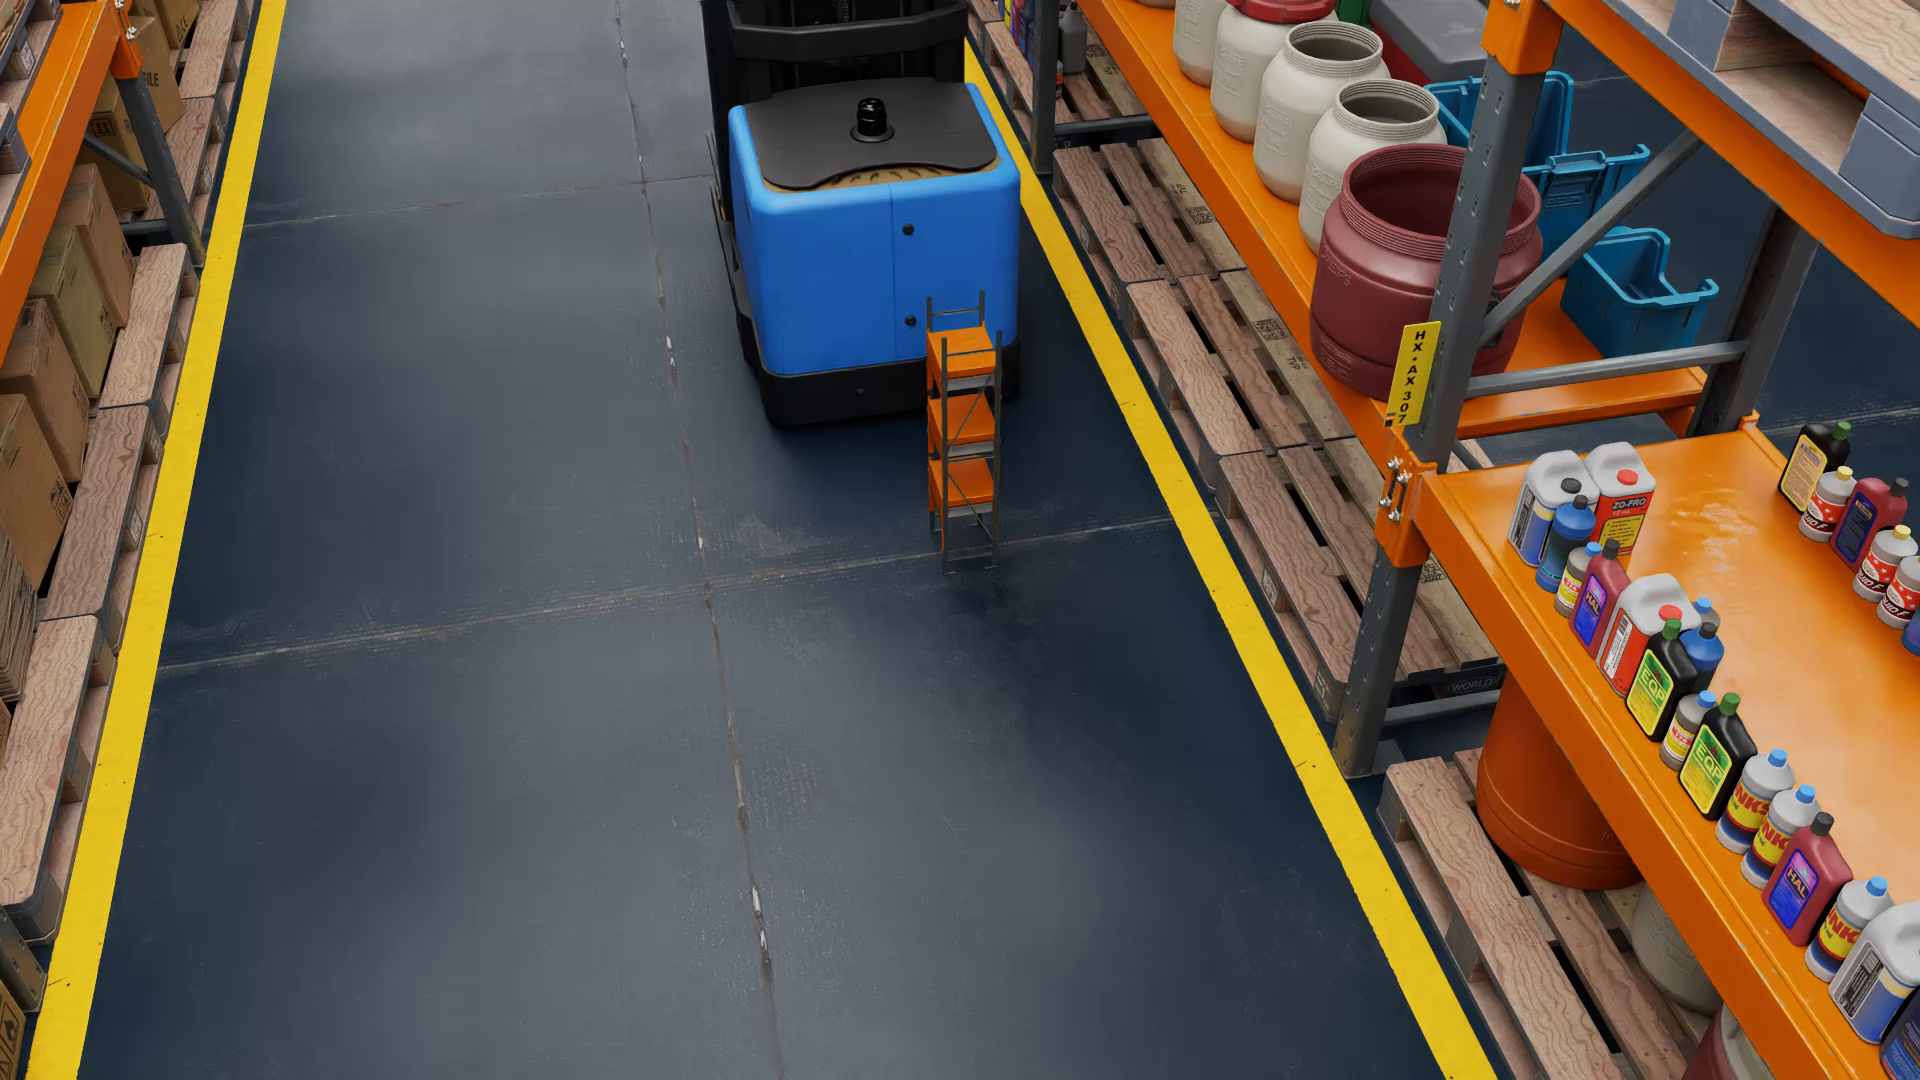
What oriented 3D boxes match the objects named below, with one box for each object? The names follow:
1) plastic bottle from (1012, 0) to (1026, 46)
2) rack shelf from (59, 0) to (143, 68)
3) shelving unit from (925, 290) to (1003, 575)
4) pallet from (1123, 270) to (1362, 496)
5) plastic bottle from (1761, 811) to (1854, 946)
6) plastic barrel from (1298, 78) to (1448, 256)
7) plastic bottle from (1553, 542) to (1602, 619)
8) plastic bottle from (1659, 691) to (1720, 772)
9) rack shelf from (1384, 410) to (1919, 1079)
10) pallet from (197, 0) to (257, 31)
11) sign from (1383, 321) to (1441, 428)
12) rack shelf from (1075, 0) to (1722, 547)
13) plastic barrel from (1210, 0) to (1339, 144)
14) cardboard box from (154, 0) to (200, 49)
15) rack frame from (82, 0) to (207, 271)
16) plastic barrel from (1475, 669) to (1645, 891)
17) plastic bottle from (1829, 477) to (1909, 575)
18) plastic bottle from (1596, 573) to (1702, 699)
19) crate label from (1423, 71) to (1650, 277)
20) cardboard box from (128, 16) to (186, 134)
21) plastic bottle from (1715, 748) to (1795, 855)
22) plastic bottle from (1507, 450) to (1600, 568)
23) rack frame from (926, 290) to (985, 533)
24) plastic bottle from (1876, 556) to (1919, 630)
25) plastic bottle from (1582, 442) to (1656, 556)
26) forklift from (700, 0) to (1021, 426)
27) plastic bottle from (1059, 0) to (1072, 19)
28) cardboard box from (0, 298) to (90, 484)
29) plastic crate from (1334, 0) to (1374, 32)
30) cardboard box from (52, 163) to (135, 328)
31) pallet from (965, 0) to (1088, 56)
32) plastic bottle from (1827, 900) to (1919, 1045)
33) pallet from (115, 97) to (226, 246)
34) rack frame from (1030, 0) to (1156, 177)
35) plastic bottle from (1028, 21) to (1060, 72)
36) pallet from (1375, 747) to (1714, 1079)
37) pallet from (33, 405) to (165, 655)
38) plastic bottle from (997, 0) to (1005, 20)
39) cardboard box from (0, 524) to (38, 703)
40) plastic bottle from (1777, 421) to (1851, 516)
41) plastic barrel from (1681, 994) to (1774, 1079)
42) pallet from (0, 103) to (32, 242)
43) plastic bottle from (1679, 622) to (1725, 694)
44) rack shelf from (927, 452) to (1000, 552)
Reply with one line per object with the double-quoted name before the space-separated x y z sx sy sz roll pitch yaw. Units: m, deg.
"plastic bottle" 0.317 -2.794 8.853 0.061 0.283 0.133 -6 42 -6
"rack shelf" -4.413 -3.363 8.321 1.077 0.370 4.000 -8 42 -9
"shelving unit" 0.012 -0.358 5.862 0.215 1.050 0.252 -8 42 -9
"pallet" 1.329 -0.707 6.887 1.003 0.211 1.213 -8 42 -9
"plastic bottle" 1.700 0.673 3.320 0.061 0.283 0.133 -8 42 -9
"plastic barrel" 1.287 -1.131 5.180 0.421 0.512 0.421 0 42 0
"plastic bottle" 1.515 0.091 4.038 0.097 0.201 0.097 0 42 0
"plastic bottle" 1.623 0.414 3.674 0.097 0.201 0.097 0 42 0
"rack shelf" 2.150 1.113 3.279 1.077 0.370 4.000 -8 42 -9
"pallet" -4.688 -3.305 9.814 1.003 0.211 1.213 -8 42 -9
"sign" 1.182 -0.430 4.352 0.100 0.325 0.005 -8 42 -9
"rack shelf" 1.286 -1.480 6.200 1.077 0.370 4.000 -8 42 -9
"plastic barrel" 1.099 -1.689 5.790 0.433 0.535 0.433 0 42 0
"cardboard box" -4.448 -2.952 8.883 0.500 0.500 0.500 -5 42 -5
"rack frame" -3.982 -2.336 6.622 1.000 3.000 0.127 -8 42 -9
"plastic barrel" 1.840 0.517 4.727 0.600 0.830 0.708 -8 42 -9
"plastic bottle" 2.272 -0.058 4.144 0.061 0.283 0.133 -8 42 -9
"plastic bottle" 1.596 0.221 3.835 0.152 0.276 0.135 -8 42 -9
"crate label" 1.768 -1.148 5.258 0.502 0.435 0.616 -8 42 -9
"cardboard box" -4.160 -2.193 8.028 0.500 0.500 0.500 4 42 4
"plastic bottle" 1.672 0.537 3.482 0.097 0.271 0.097 0 42 0
"plastic bottle" 1.496 -0.079 4.173 0.152 0.276 0.135 -8 42 -9
"rack frame" -0.015 -0.437 5.951 0.200 1.050 0.008 -8 42 -9
"plastic bottle" 2.300 0.113 4.013 0.097 0.201 0.097 0 42 0
"plastic bottle" 1.644 -0.101 4.198 0.152 0.276 0.135 -8 42 -9
"forklift" -0.574 -2.542 6.906 1.130 2.935 3.031 -8 42 -9
"plastic bottle" 0.532 -2.729 8.785 0.152 0.276 0.135 -8 42 -9
"cardboard box" -3.664 -0.490 6.094 0.700 0.500 0.500 -12 43 -13
"plastic crate" 1.506 -1.878 6.265 0.450 0.188 0.662 -8 42 -9
"cardboard box" -3.870 -1.164 6.854 0.700 0.500 0.500 -11 43 -13
"pallet" 0.483 -3.236 9.737 1.003 0.211 1.213 -8 42 -9
"plastic bottle" 1.795 0.820 3.161 0.152 0.276 0.135 -8 42 -9
"pallet" -4.161 -1.723 8.032 1.003 0.211 1.213 -8 42 -9
"rack frame" 0.854 -3.045 7.421 1.000 3.000 0.127 -8 42 -9
"plastic bottle" 0.434 -2.595 8.578 0.144 0.351 0.185 -9 42 -10
"pallet" 1.929 1.095 4.857 1.003 0.211 1.213 -8 42 -9
"pallet" -3.545 0.004 6.086 1.003 0.211 1.213 -8 42 -9
"plastic bottle" 0.292 -3.007 9.098 0.152 0.276 0.135 -8 42 -8
"cardboard box" -3.415 0.238 5.274 0.700 0.500 0.500 -12 43 -13
"plastic bottle" 2.222 -0.208 4.312 0.061 0.283 0.133 -8 42 -9
"plastic barrel" 2.084 1.339 3.982 0.600 0.588 0.708 -8 42 -9
"pallet" -3.586 -0.948 5.203 1.003 0.211 1.213 -8 42 -9
"plastic bottle" 1.653 0.293 3.758 0.097 0.271 0.097 0 42 0
"rack shelf" 0.012 -0.142 6.054 0.215 0.259 0.240 -8 42 -9
